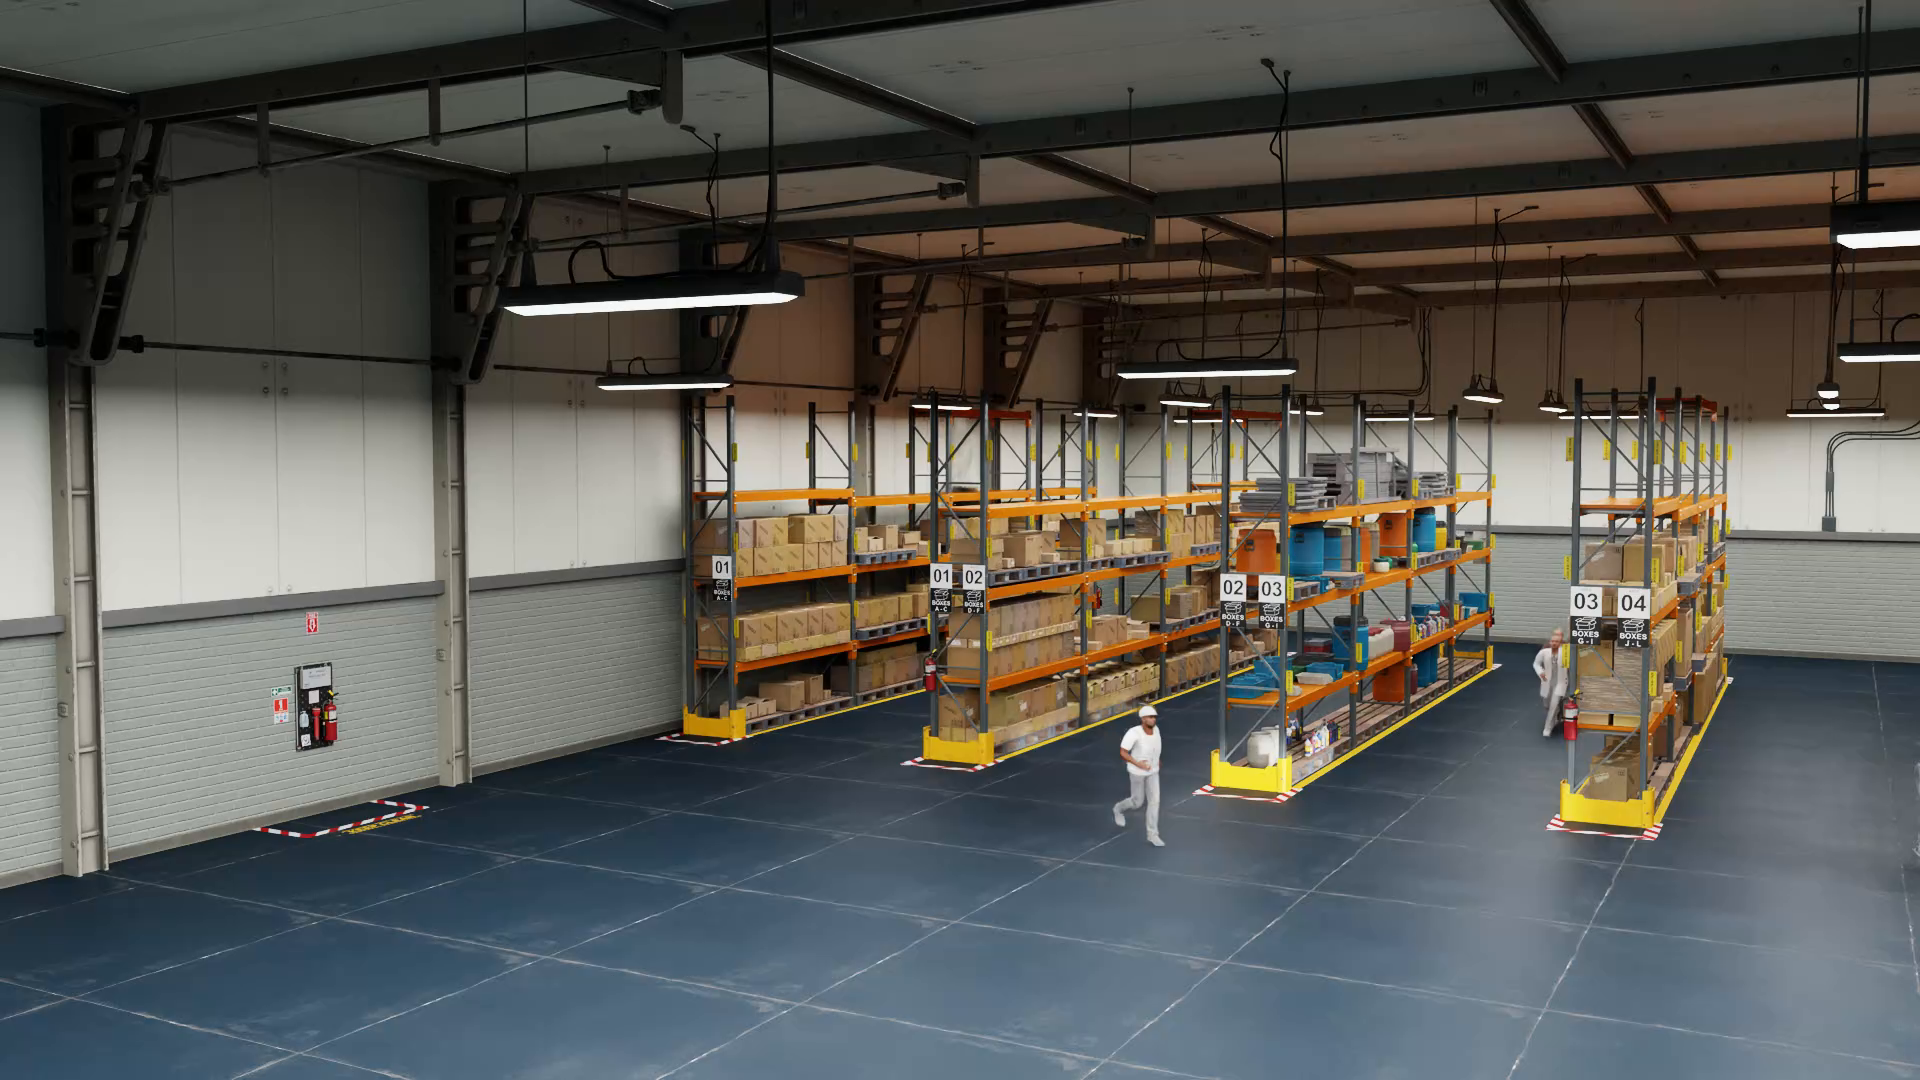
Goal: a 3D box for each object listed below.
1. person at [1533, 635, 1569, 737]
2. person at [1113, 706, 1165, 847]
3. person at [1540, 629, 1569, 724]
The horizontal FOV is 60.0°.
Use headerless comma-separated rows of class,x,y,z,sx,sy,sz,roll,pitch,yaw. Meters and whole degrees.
person,10.593,2.570,29.627,0.736,1.769,1.006,2,3,28
person,2.339,3.001,21.438,0.725,1.754,0.985,-2,4,-36
person,11.070,2.511,30.805,0.702,1.731,0.673,1,3,23
